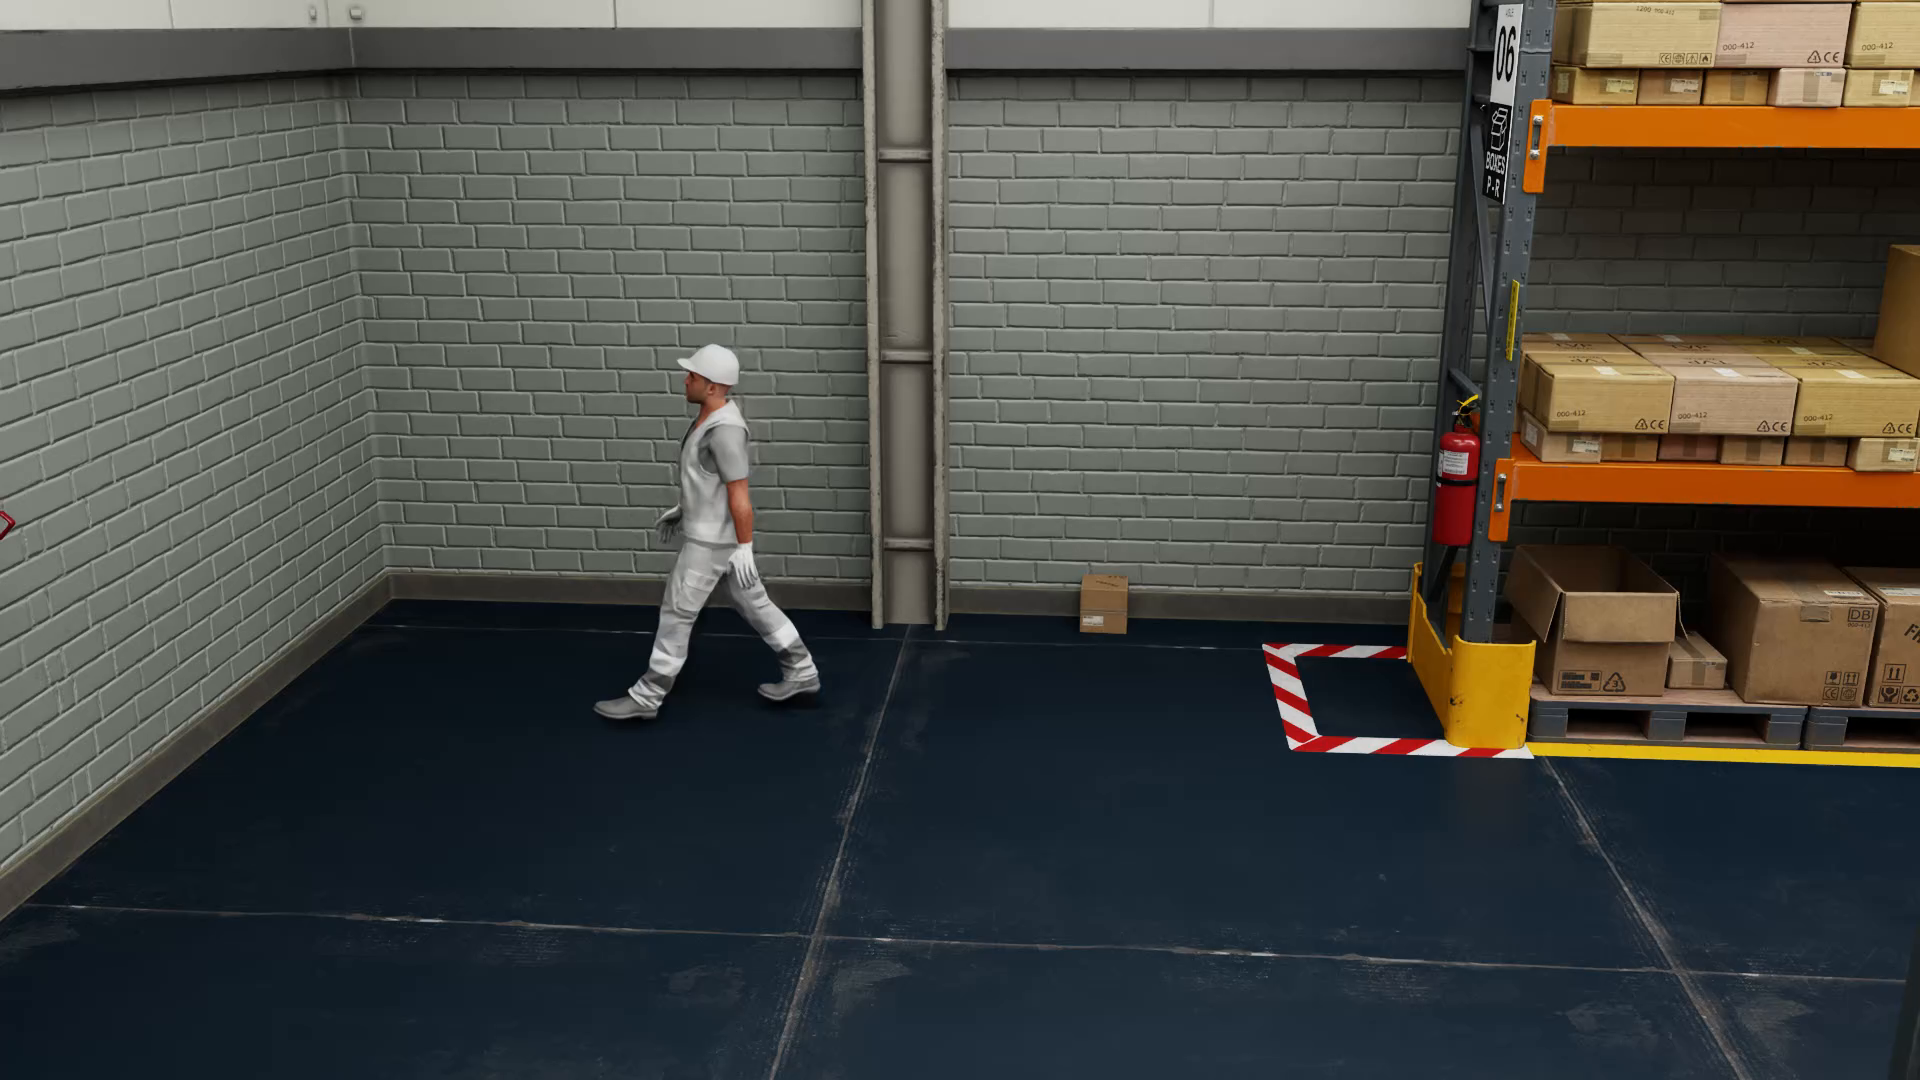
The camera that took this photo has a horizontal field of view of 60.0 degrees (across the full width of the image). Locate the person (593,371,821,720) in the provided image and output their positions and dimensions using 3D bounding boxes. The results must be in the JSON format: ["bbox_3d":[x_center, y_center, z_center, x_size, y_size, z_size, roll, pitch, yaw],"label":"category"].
[{"bbox_3d":[-1.186,-0.016,7.630,1.053,1.690,0.605,-2,17,-6],"label":"person"}]
